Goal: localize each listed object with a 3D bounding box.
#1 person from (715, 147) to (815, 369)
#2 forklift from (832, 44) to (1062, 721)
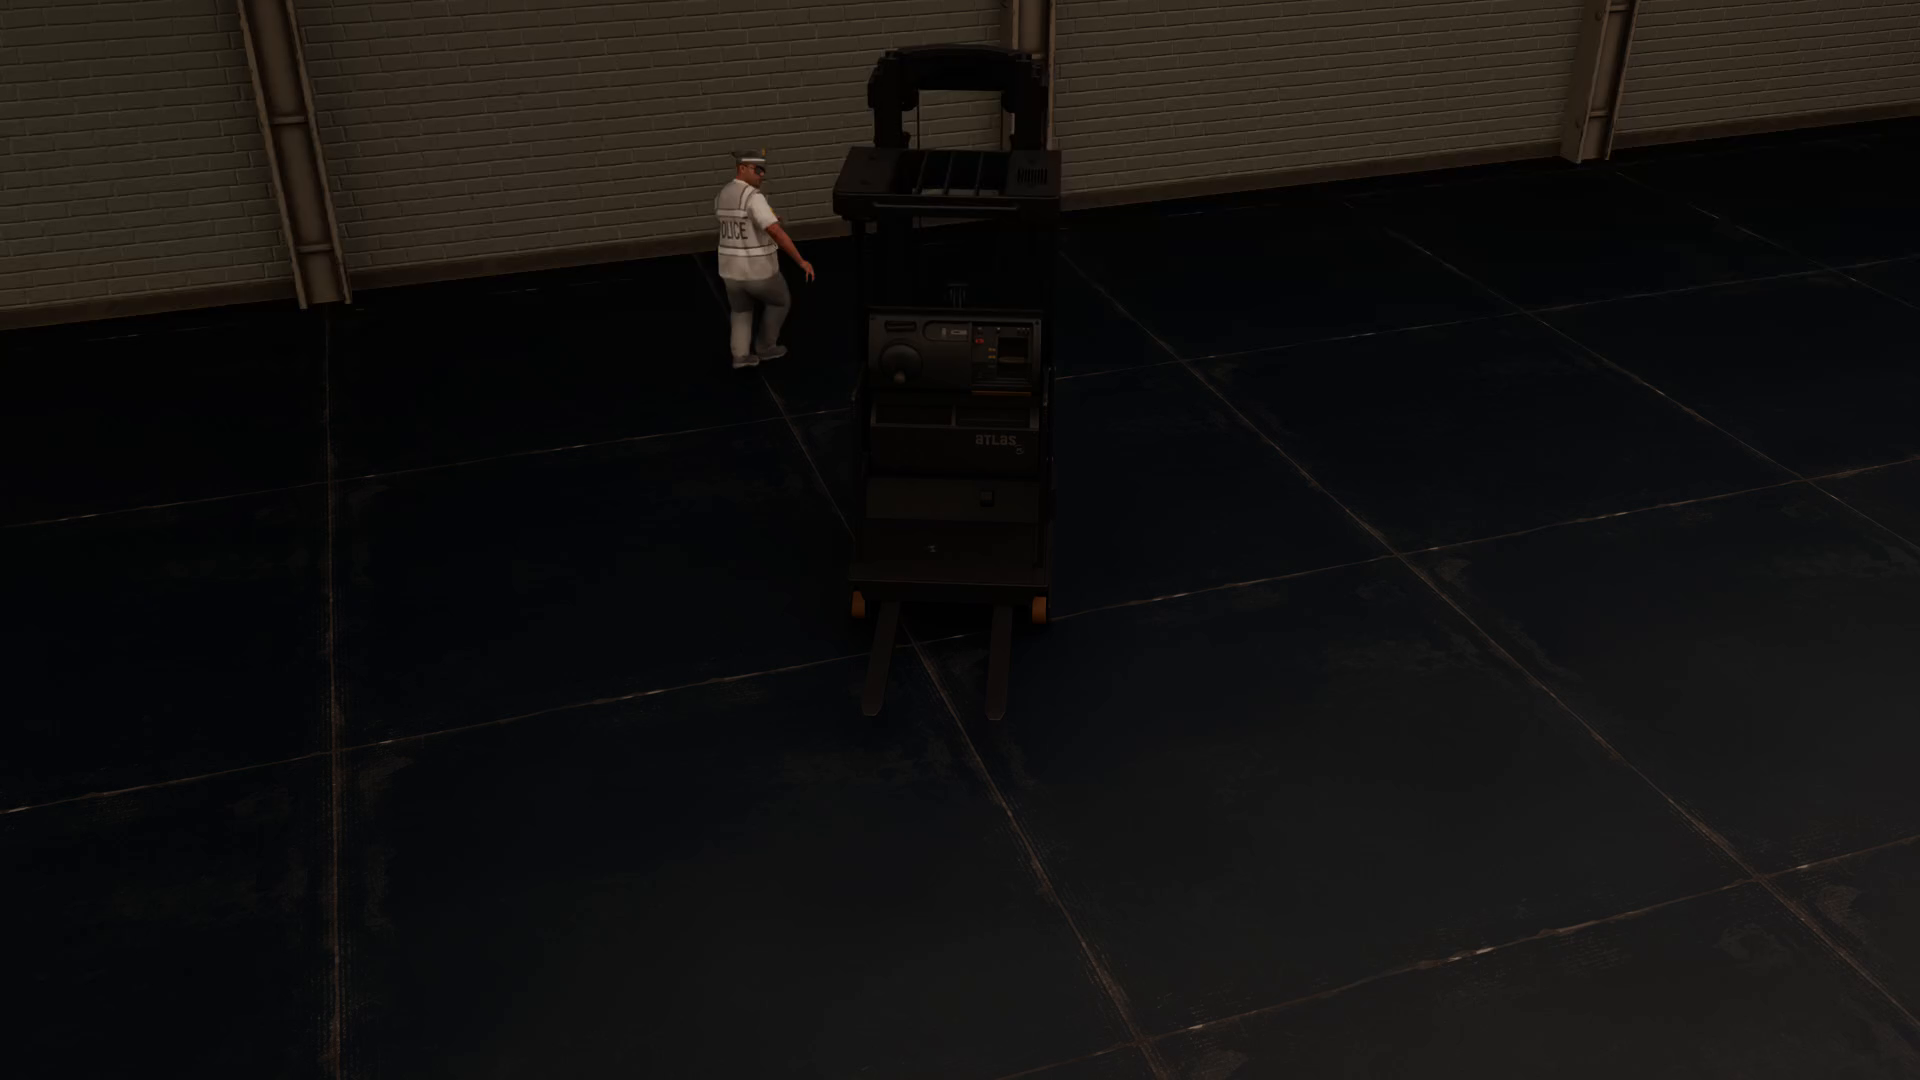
[{"bbox_3d":[-1.360,-1.995,11.876,0.887,1.637,0.855,15,33,24],"label":"person"},{"bbox_3d":[-0.039,-0.967,8.767,1.130,2.935,3.031,2,30,3],"label":"forklift"}]
